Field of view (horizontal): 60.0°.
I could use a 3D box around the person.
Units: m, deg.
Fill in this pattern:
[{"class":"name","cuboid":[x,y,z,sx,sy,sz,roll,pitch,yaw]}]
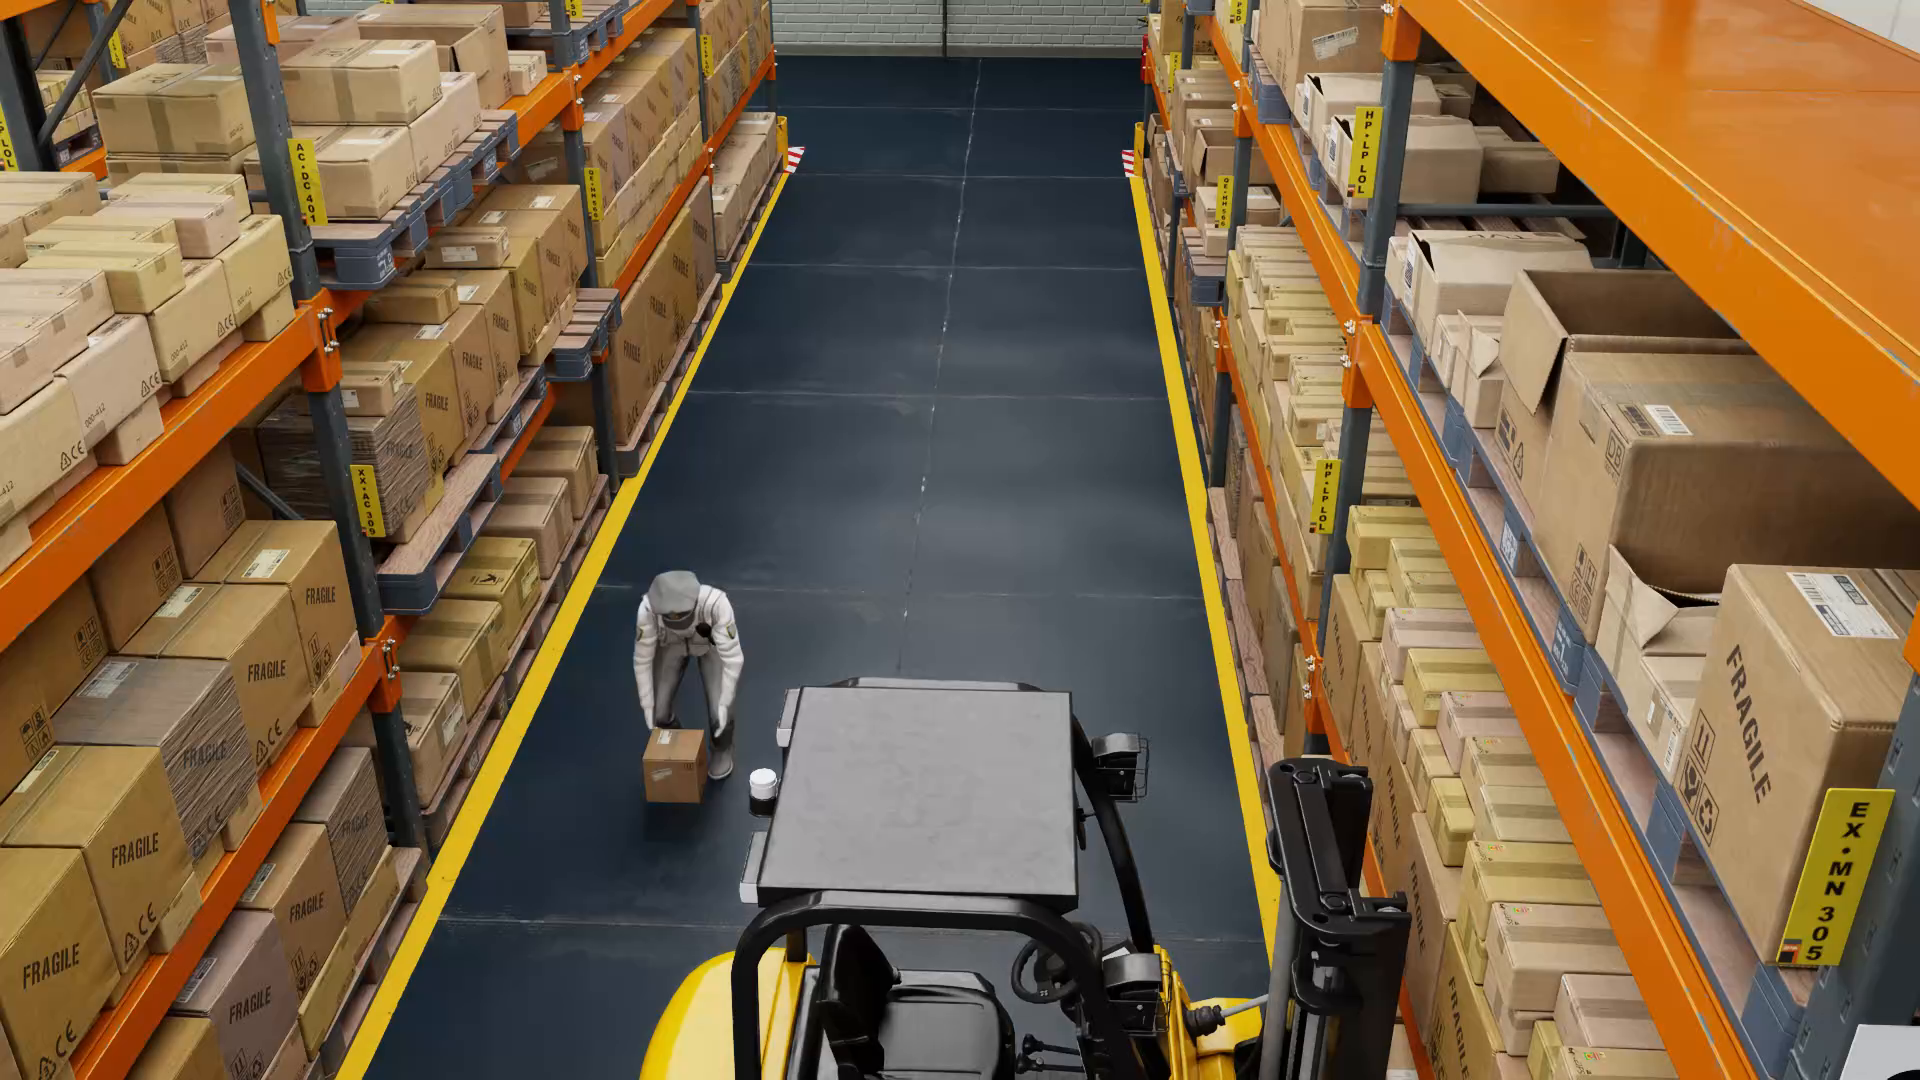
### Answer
[{"class":"person","cuboid":[-1.308,0.622,8.109,0.518,1.265,0.761,1,28,2]}]
